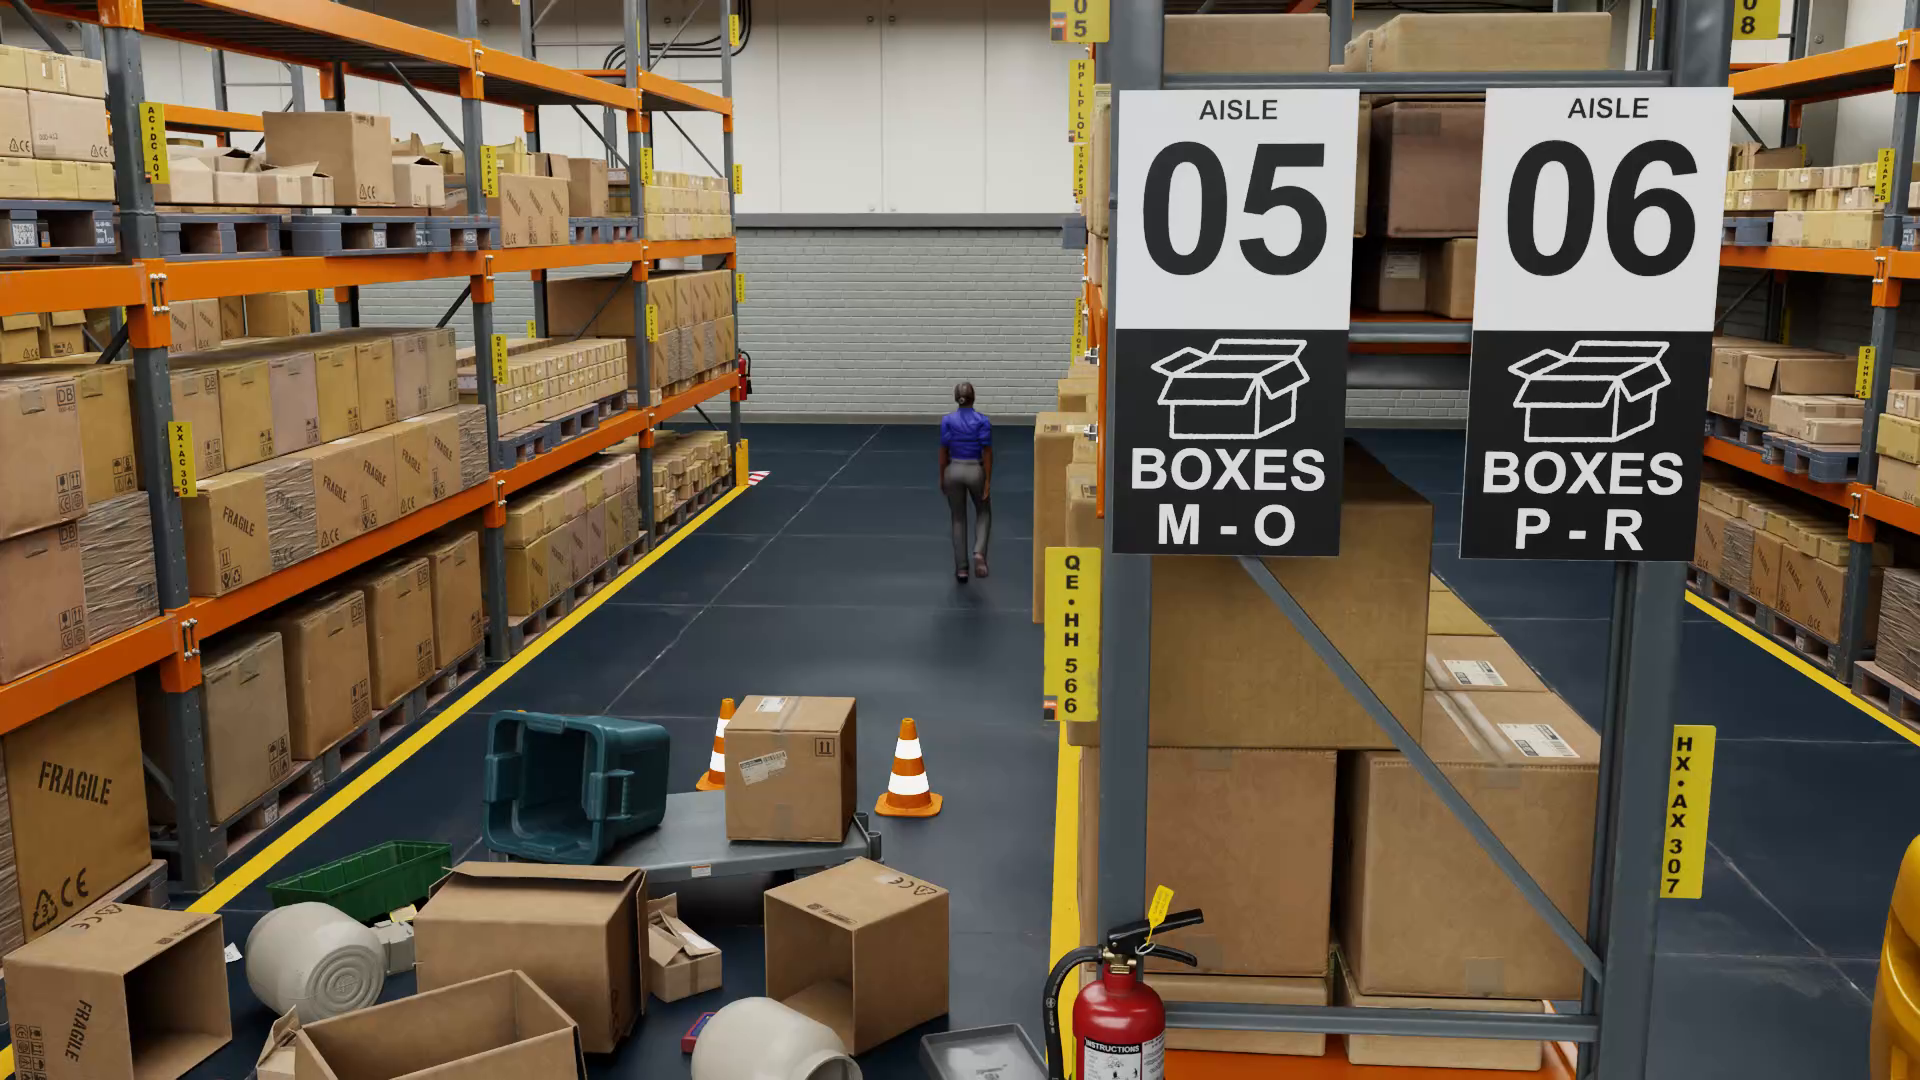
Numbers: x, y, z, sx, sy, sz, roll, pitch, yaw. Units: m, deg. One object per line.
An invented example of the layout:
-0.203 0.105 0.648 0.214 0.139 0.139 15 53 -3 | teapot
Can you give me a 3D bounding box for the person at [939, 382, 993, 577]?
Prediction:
0.055 -0.495 14.009 0.455 1.666 0.442 1 11 3 | person
